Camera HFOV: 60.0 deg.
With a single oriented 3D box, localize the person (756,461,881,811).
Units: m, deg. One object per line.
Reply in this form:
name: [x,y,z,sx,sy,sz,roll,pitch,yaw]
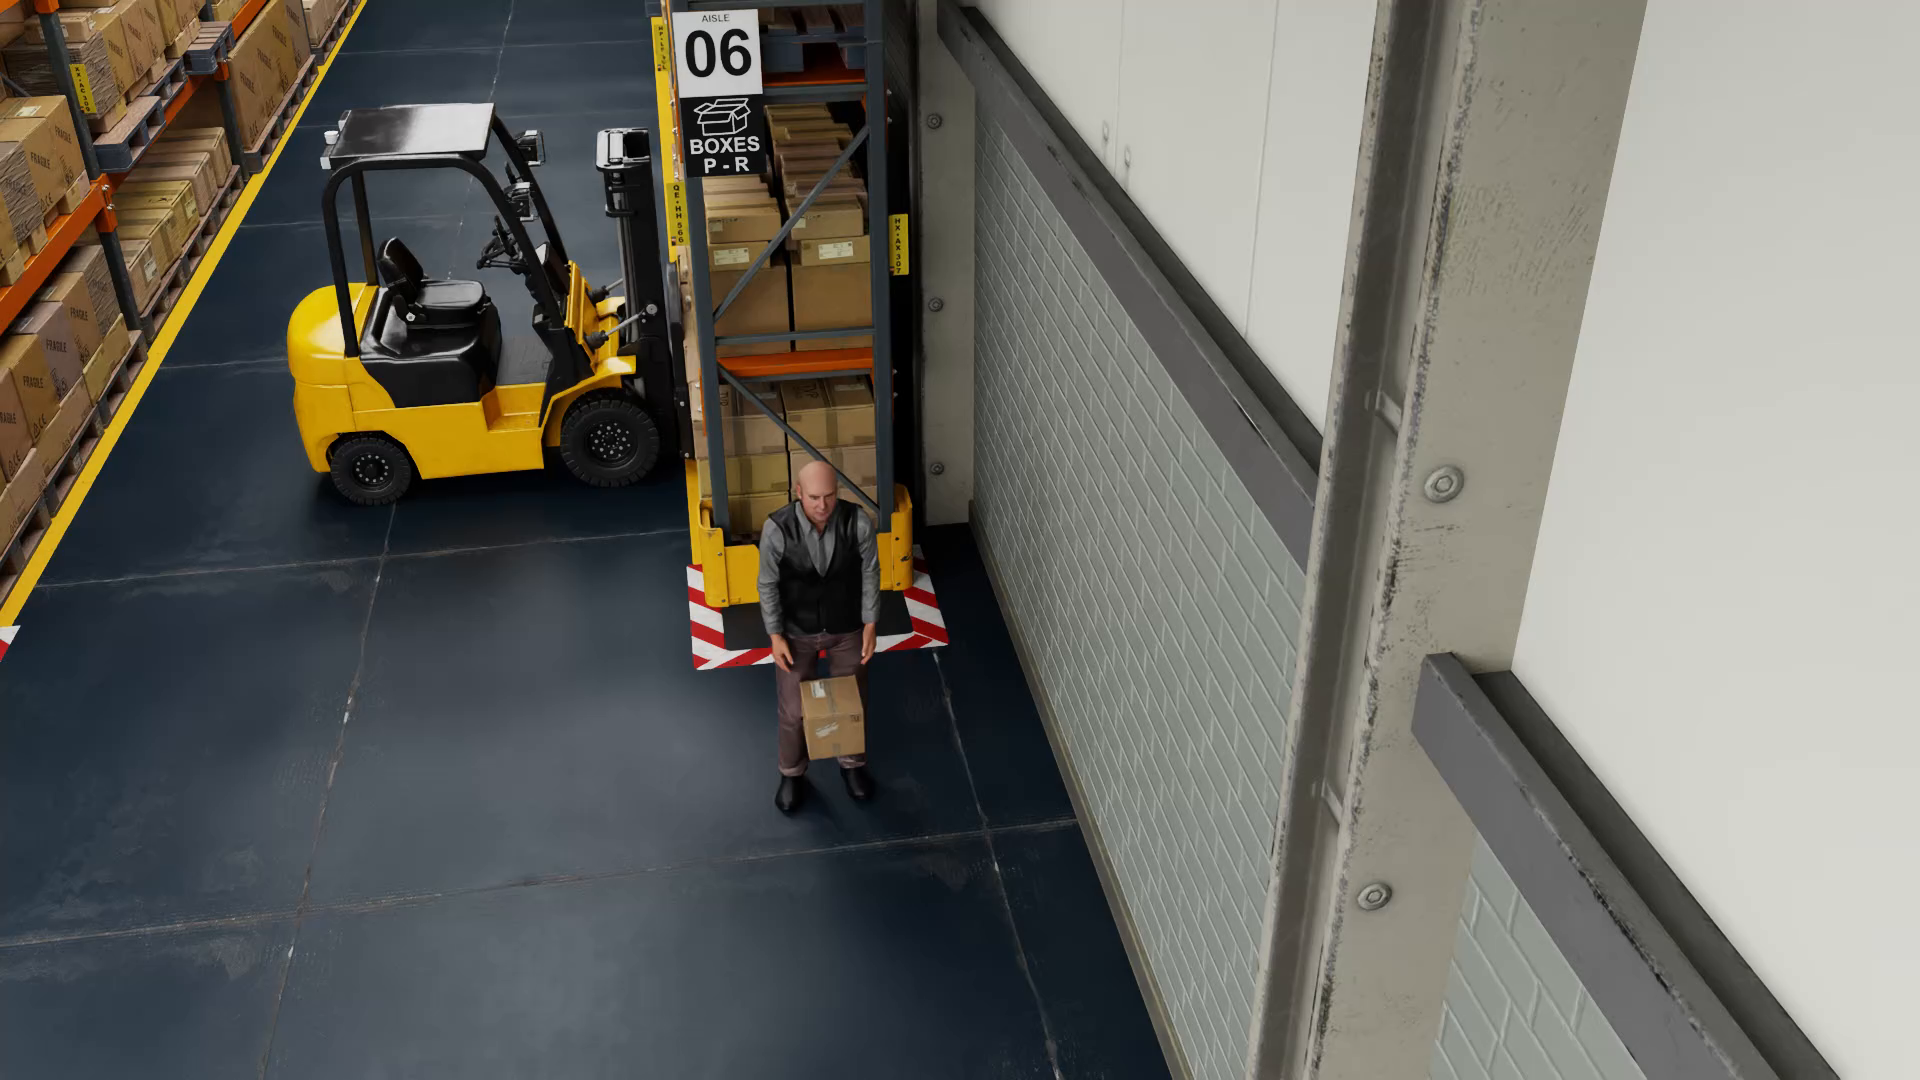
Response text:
person: [-0.621,0.401,7.476,0.558,1.725,0.419,-6,31,-10]
